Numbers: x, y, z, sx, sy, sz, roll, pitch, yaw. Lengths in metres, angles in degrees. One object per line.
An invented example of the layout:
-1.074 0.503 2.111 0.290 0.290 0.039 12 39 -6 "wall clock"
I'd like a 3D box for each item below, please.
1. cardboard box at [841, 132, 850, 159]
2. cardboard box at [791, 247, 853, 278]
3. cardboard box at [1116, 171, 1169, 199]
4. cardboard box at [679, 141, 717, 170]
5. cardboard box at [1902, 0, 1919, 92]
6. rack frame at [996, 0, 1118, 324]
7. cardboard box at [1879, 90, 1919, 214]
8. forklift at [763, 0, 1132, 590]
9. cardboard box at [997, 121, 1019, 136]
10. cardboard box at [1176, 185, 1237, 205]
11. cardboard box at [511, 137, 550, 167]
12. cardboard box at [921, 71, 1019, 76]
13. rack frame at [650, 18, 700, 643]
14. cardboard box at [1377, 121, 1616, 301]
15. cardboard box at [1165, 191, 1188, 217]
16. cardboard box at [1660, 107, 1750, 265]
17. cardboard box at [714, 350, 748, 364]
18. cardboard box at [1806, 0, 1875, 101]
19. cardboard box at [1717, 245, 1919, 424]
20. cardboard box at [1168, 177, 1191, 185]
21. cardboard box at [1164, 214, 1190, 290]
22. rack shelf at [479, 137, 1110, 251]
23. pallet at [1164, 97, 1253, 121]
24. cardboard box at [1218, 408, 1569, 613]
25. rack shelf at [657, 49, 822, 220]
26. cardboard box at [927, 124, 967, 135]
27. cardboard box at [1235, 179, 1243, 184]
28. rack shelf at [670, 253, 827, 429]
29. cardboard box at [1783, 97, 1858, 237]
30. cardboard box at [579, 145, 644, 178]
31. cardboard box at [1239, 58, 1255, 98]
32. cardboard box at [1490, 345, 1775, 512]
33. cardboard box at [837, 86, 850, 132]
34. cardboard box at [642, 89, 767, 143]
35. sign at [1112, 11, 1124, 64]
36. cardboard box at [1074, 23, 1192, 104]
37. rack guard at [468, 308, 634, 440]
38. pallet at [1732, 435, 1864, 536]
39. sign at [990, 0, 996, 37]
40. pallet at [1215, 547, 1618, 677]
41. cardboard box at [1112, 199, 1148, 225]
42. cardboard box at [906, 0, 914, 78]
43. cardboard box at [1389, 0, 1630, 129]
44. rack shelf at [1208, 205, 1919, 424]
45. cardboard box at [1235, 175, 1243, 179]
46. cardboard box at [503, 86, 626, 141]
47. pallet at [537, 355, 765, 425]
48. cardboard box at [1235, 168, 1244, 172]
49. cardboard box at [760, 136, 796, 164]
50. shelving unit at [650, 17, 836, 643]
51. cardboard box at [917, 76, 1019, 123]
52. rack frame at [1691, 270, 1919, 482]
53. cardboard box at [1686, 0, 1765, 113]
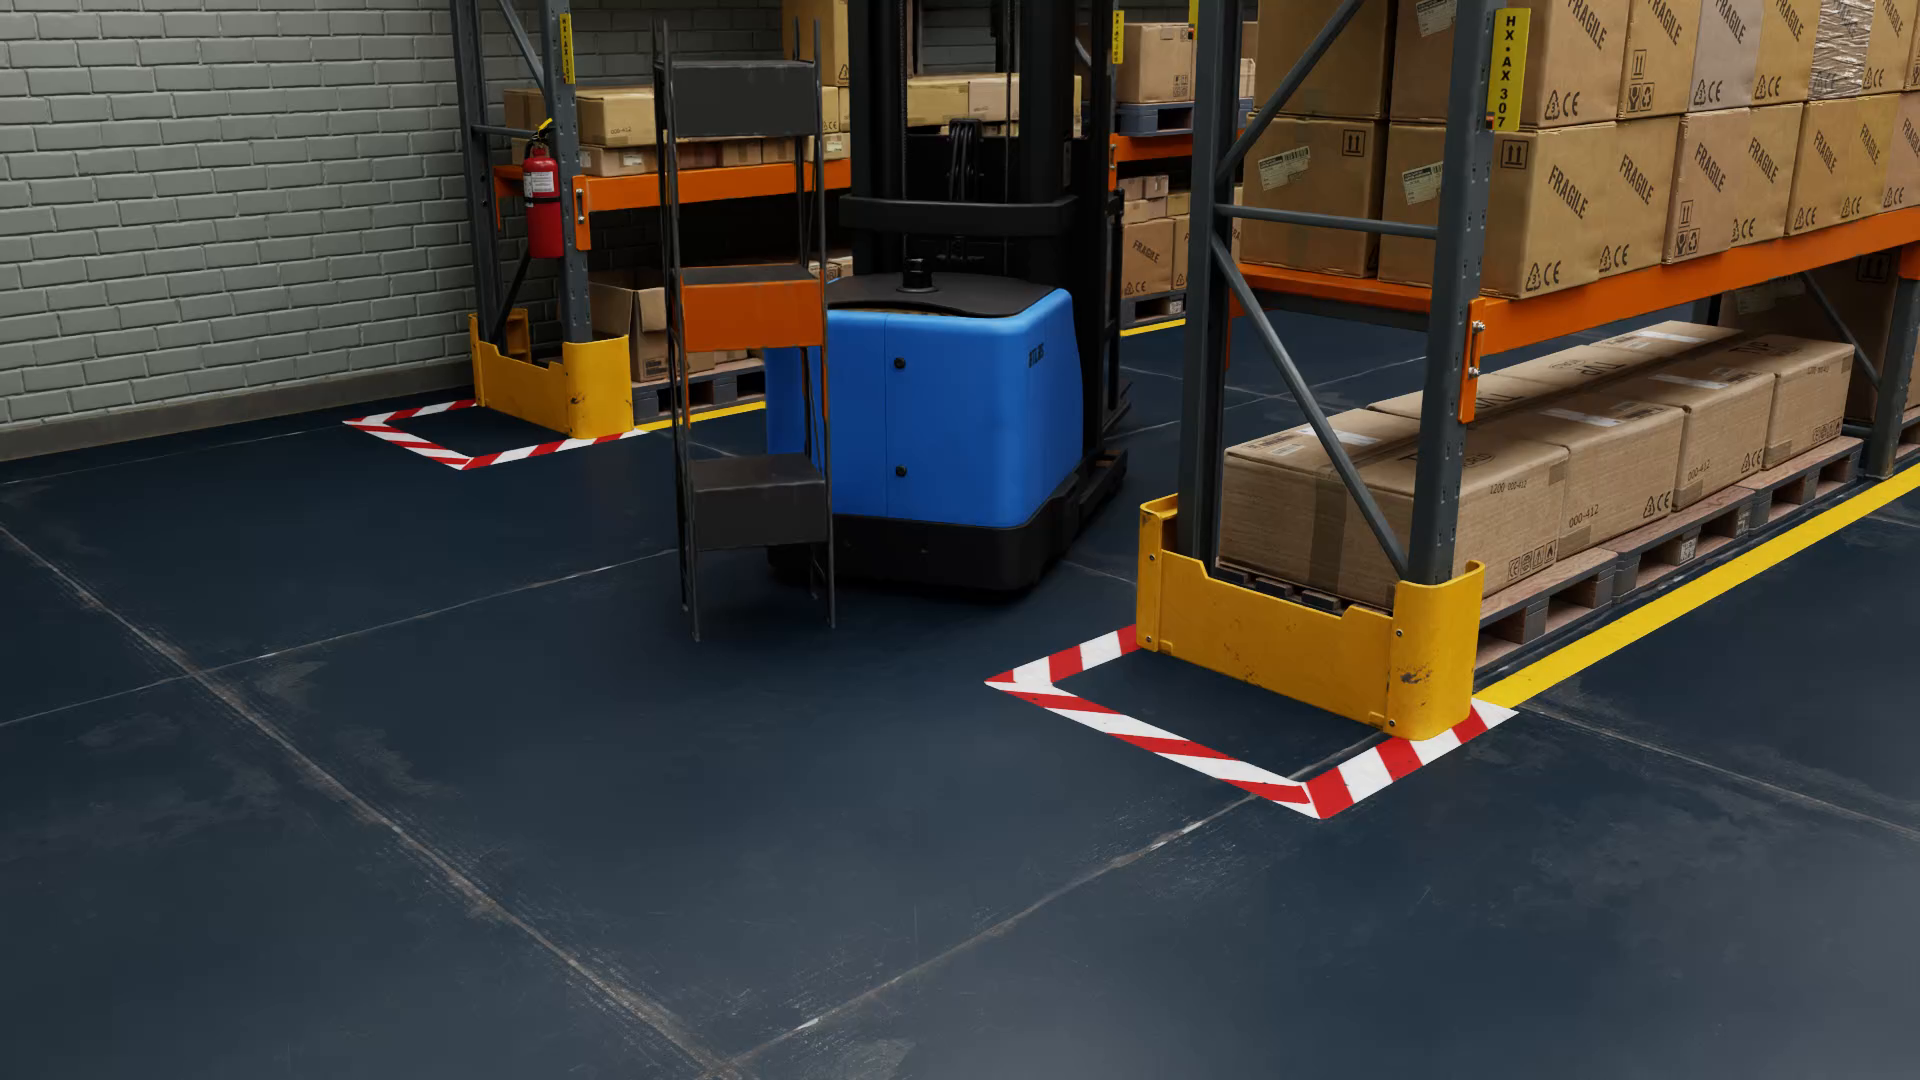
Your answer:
-0.702 -2.298 9.616 0.250 0.149 0.380 -16 24 -40 "cardboard box"
-0.667 -1.468 10.021 0.500 0.500 0.500 -16 24 -40 "cardboard box"
1.229 -2.478 11.601 0.380 0.149 0.250 16 24 41 "cardboard box"
-1.529 -2.103 9.016 0.250 0.149 0.380 -17 24 -42 "cardboard box"
3.890 -2.184 7.075 0.500 0.500 0.500 -17 24 -41 "cardboard box"
0.630 -2.935 11.172 0.127 3.000 1.000 -16 24 -41 "rack frame"
3.881 -1.715 7.249 0.500 0.500 0.500 -16 24 -40 "cardboard box"
0.158 -1.624 7.242 1.130 2.935 3.031 5 19 16 "forklift"
0.225 -2.570 10.456 0.250 0.149 0.380 -15 24 -39 "cardboard box"
1.797 -2.509 12.180 0.250 0.149 0.380 -16 24 -41 "cardboard box"
-2.220 -2.098 8.999 0.250 0.149 0.380 -17 24 -41 "cardboard box"
0.084 -2.960 11.013 0.500 0.250 0.500 -17 24 -41 "cardboard box"
-0.980 -0.694 5.721 0.015 2.100 0.400 -5 19 -15 "rack frame"
1.682 -1.060 5.230 0.500 0.500 0.500 -17 24 -41 "cardboard box"
1.400 -2.403 11.854 0.380 0.149 0.250 16 24 41 "cardboard box"
2.413 -1.278 5.900 0.500 0.500 0.500 -16 24 -41 "cardboard box"
-1.432 -1.120 9.518 0.380 0.149 0.250 17 24 42 "cardboard box"
3.152 -1.969 6.410 0.500 0.500 0.500 -16 24 -40 "cardboard box"
4.438 -1.161 8.467 0.875 0.875 0.875 -15 23 -39 "cardboard box"
1.610 -2.680 12.708 0.250 0.149 0.380 -16 24 -40 "cardboard box"
1.516 -2.112 12.009 0.500 0.500 0.500 -17 24 -42 "cardboard box"
-0.824 -2.169 9.976 4.000 0.370 1.077 -16 24 -41 "rack shelf"
2.126 -3.278 12.542 1.213 0.211 1.003 -16 24 -41 "pallet"
1.547 -0.119 5.961 0.875 0.438 0.875 17 24 42 "cardboard box"
-0.745 -1.367 5.572 0.480 0.518 0.431 -5 19 -15 "rack shelf"
-0.150 -2.461 10.117 0.250 0.149 0.380 -17 24 -42 "cardboard box"
2.155 -2.625 12.537 0.250 0.149 0.380 -16 24 -41 "cardboard box"
-0.745 -0.702 5.788 0.480 0.518 0.431 -5 19 -15 "rack shelf"
3.156 -1.495 6.570 0.500 0.500 0.500 -17 24 -42 "cardboard box"
-1.849 -1.976 8.622 0.250 0.149 0.380 -16 24 -41 "cardboard box"
1.903 -3.279 11.771 0.258 0.266 0.396 -15 23 -38 "cardboard box"
2.863 -0.505 7.153 0.875 0.438 0.875 17 25 42 "cardboard box"
-0.673 -2.521 9.658 0.500 0.250 0.500 -17 25 -42 "cardboard box"
-1.396 -2.300 8.975 0.500 0.250 0.500 -16 24 -40 "cardboard box"
1.008 -3.226 10.669 0.005 0.325 0.100 -16 24 -41 "sign"
1.135 -3.234 11.254 0.500 0.500 0.700 -15 24 -39 "cardboard box"
-2.222 -0.914 8.993 0.348 0.500 1.175 -16 24 -41 "rack guard"
3.436 -0.353 7.731 1.213 0.211 1.003 -16 24 -41 "pallet"
0.246 -3.609 11.375 0.005 0.325 0.100 -16 24 -41 "sign"
1.663 0.164 6.137 1.213 0.211 1.003 -16 24 -41 "pallet"
1.073 -2.270 11.444 0.250 0.149 0.380 -15 23 -38 "cardboard box"
-0.635 -3.106 10.245 0.500 0.500 0.500 -17 25 -42 "cardboard box"
1.681 -1.537 5.077 0.500 0.500 0.500 -17 25 -42 "cardboard box"
2.589 -1.057 6.548 4.000 0.370 1.077 -16 24 -41 "rack shelf"
2.040 -2.775 13.000 0.250 0.149 0.380 -16 24 -40 "cardboard box"
-2.125 -2.314 9.020 0.500 0.250 0.500 -15 23 -39 "cardboard box"
-1.643 -0.946 9.560 1.213 0.211 1.003 -16 24 -41 "pallet"
2.345 -2.903 13.395 0.380 0.149 0.250 17 24 41 "cardboard box"
-1.114 -2.201 9.316 0.250 0.149 0.380 -16 24 -40 "cardboard box"
-0.745 -0.715 5.784 0.503 2.100 0.431 -5 19 -15 "shelving unit"
0.073 -2.733 10.311 0.500 0.250 0.500 -16 24 -41 "cardboard box"
4.043 -1.823 7.744 0.127 3.000 1.000 -16 24 -41 "rack frame"
2.420 -1.758 5.761 0.500 0.500 0.500 -16 24 -41 "cardboard box"
